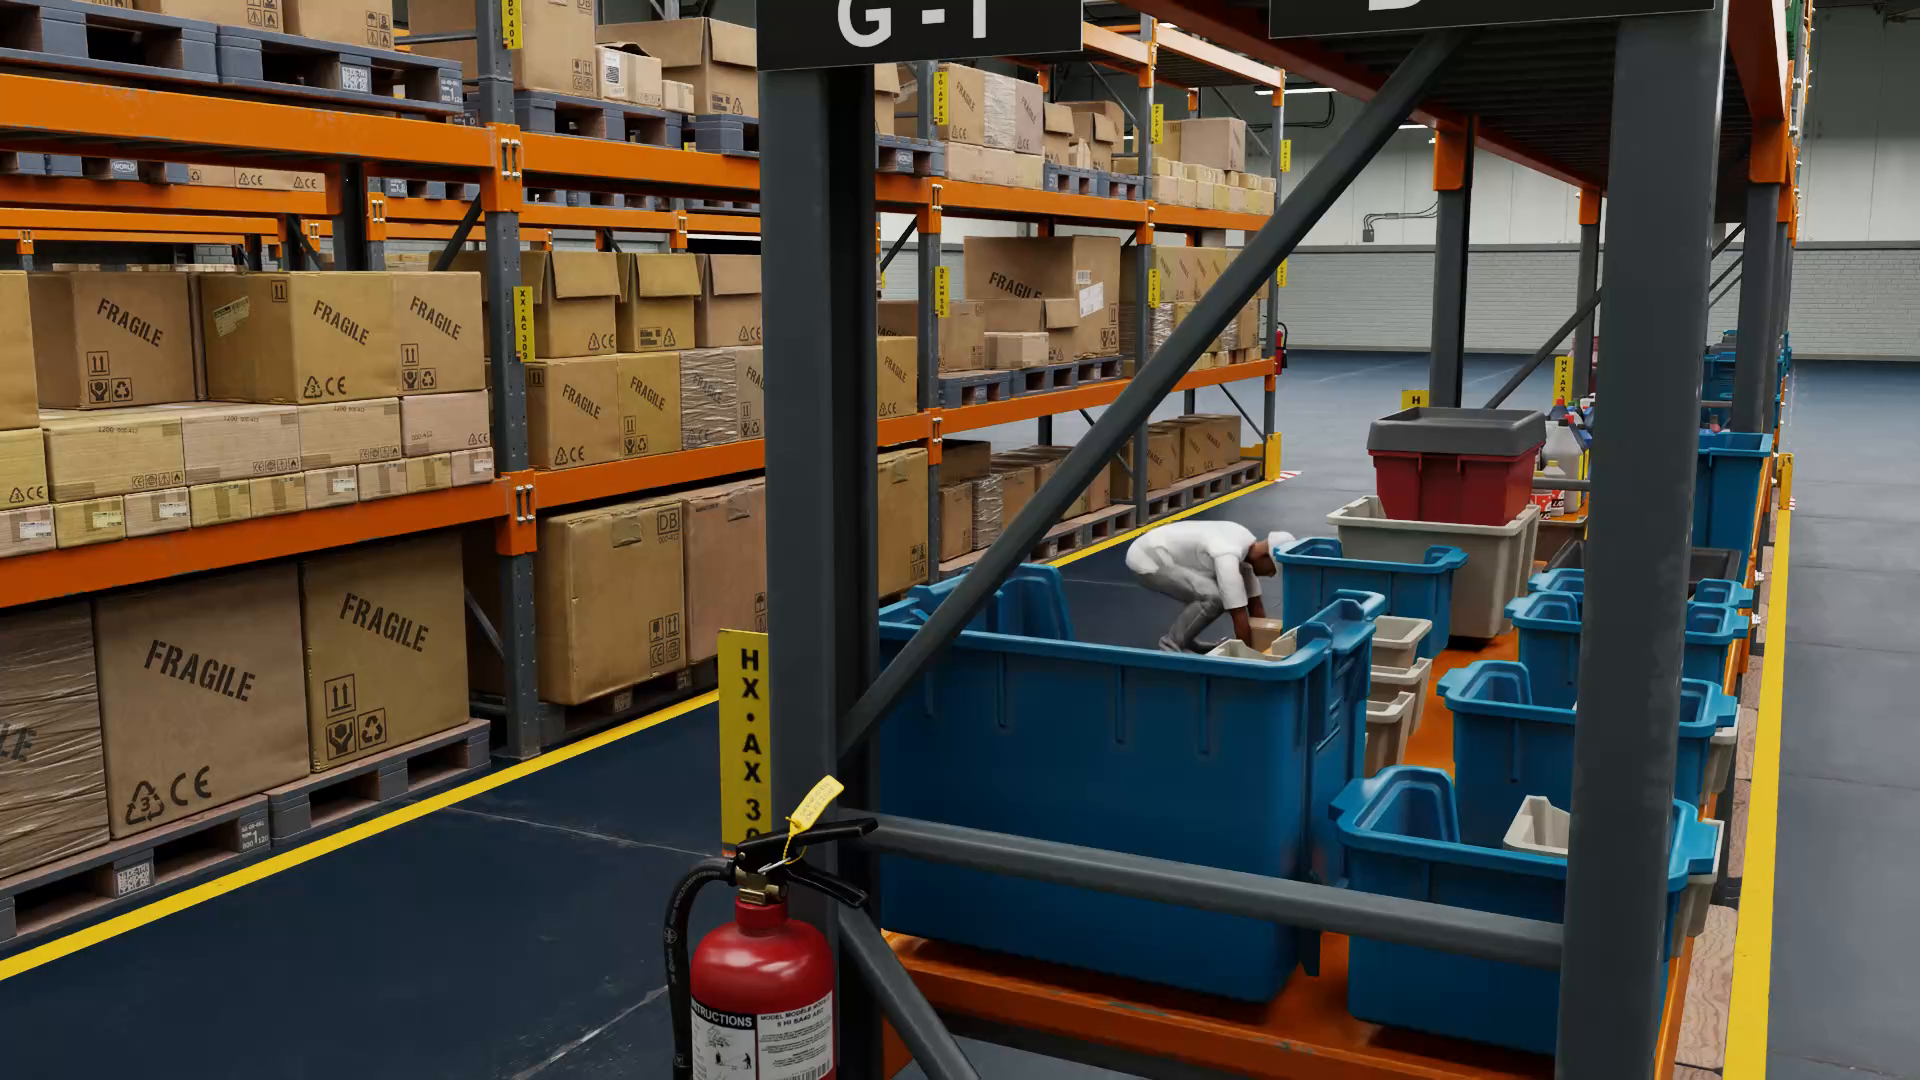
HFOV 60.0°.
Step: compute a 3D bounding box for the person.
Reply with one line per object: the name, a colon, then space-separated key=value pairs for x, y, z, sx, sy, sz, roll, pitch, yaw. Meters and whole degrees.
person: x=1.445 y=0.301 z=9.511 sx=0.977 sy=0.828 sz=0.518 roll=4 pitch=10 yaw=24
